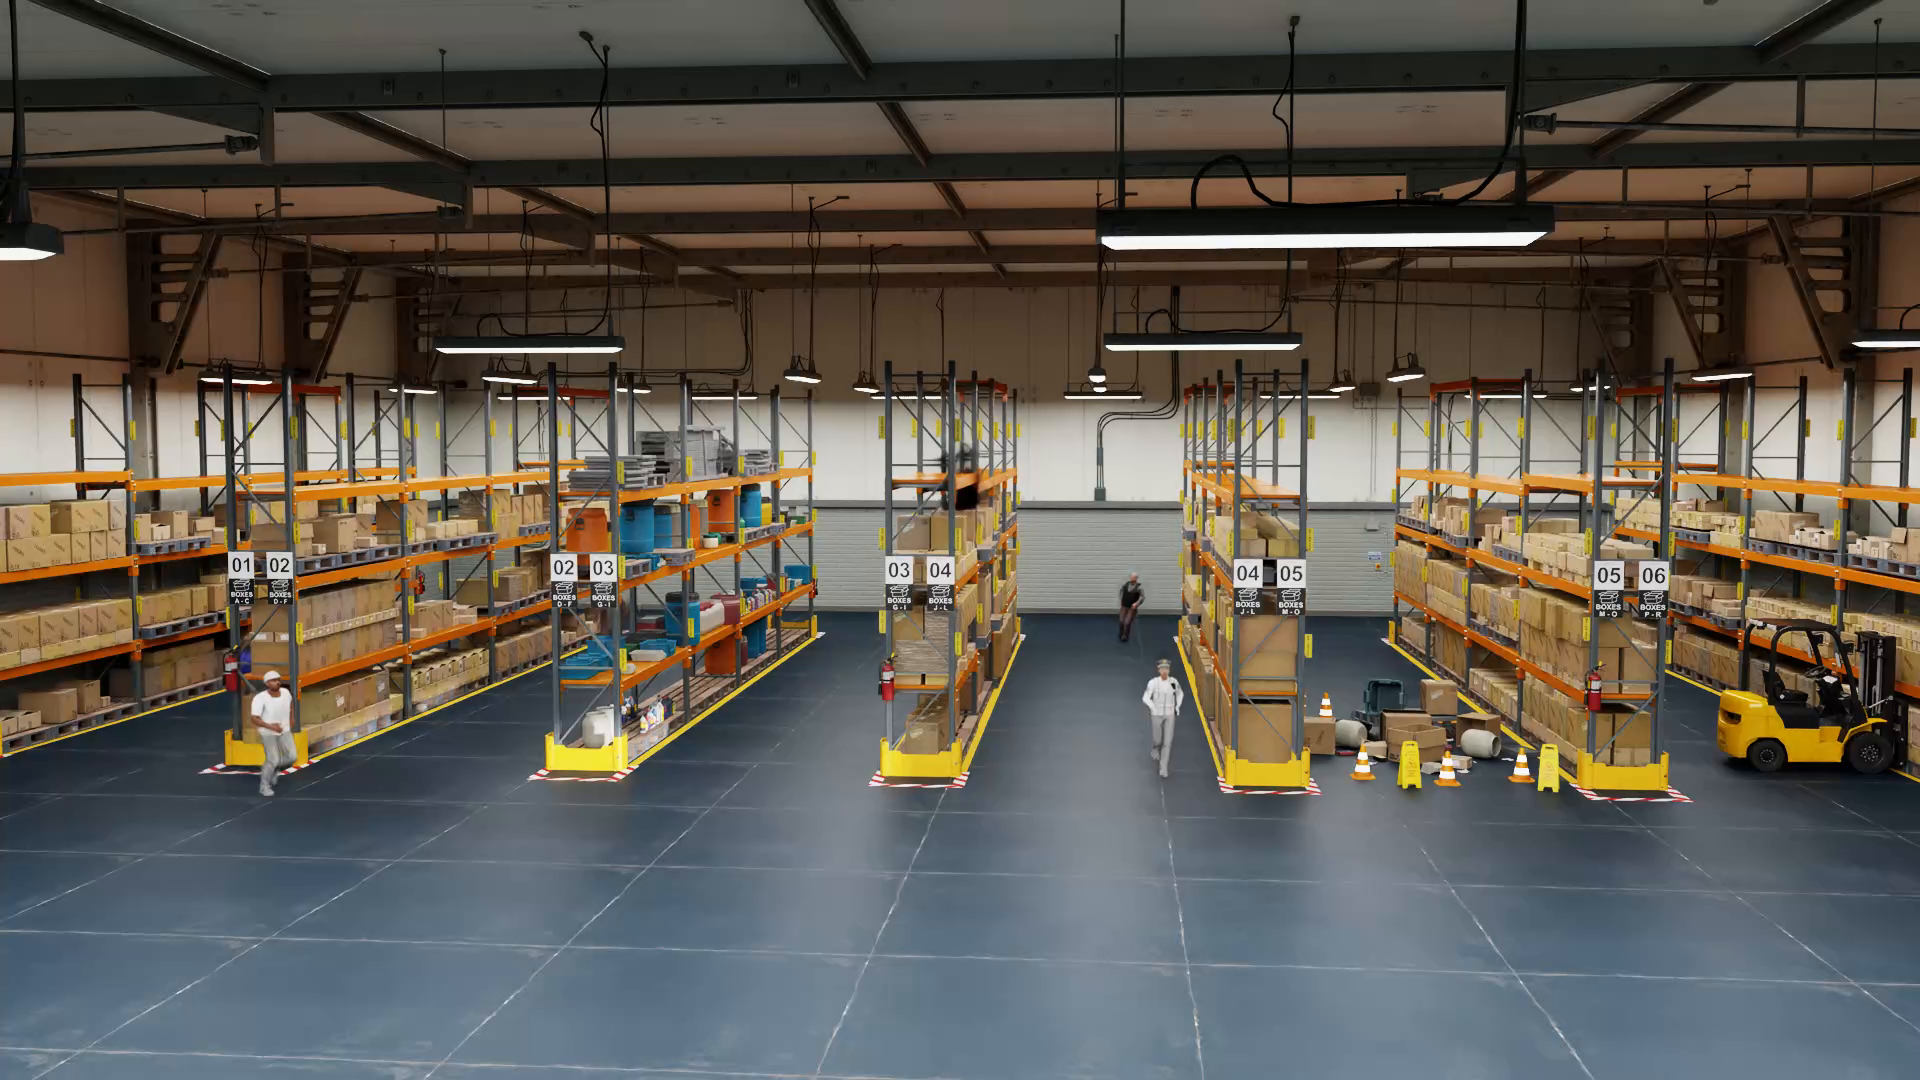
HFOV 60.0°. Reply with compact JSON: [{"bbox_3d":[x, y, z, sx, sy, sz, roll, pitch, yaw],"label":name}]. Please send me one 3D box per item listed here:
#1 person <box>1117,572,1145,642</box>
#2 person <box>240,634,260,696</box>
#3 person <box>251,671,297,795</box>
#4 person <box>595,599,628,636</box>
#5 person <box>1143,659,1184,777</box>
[{"bbox_3d":[4.019,1.594,39.271,0.715,1.668,0.552,1,4,20],"label":"person"},{"bbox_3d":[-11.860,2.376,27.719,0.573,1.604,0.583,0,4,-3],"label":"person"},{"bbox_3d":[-9.359,2.643,22.820,0.649,1.719,0.741,3,5,34],"label":"person"},{"bbox_3d":[-7.261,1.846,34.612,0.716,1.773,0.859,0,4,2],"label":"person"},{"bbox_3d":[2.992,2.577,24.418,0.618,1.690,0.814,0,4,-2],"label":"person"}]
